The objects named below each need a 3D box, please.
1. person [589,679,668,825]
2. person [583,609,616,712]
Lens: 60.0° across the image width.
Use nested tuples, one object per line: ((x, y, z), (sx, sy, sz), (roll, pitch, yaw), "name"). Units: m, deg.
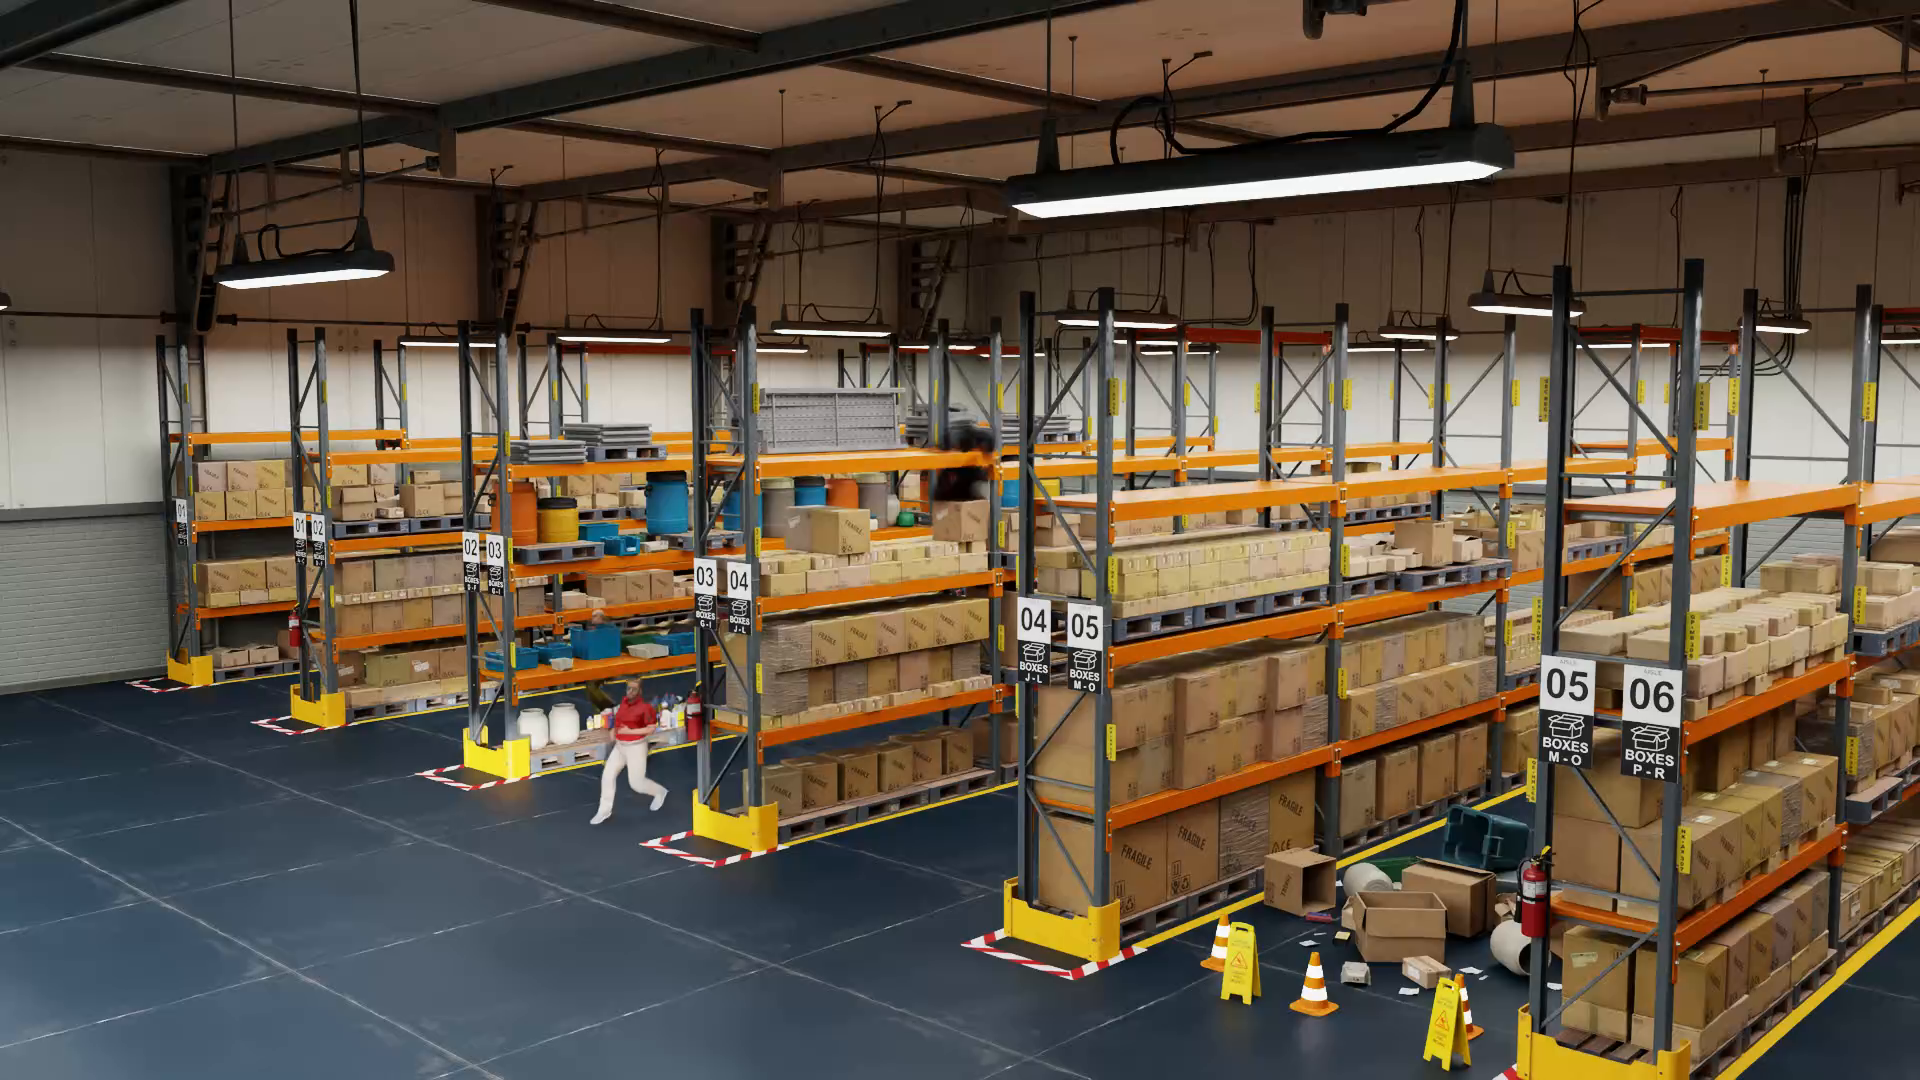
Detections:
((-3.865, 2.491, 19.697), (0.685, 1.716, 0.927), (4, 6, 34), "person")
((-5.544, 1.965, 25.197), (0.698, 1.652, 0.633), (4, 7, 37), "person")
